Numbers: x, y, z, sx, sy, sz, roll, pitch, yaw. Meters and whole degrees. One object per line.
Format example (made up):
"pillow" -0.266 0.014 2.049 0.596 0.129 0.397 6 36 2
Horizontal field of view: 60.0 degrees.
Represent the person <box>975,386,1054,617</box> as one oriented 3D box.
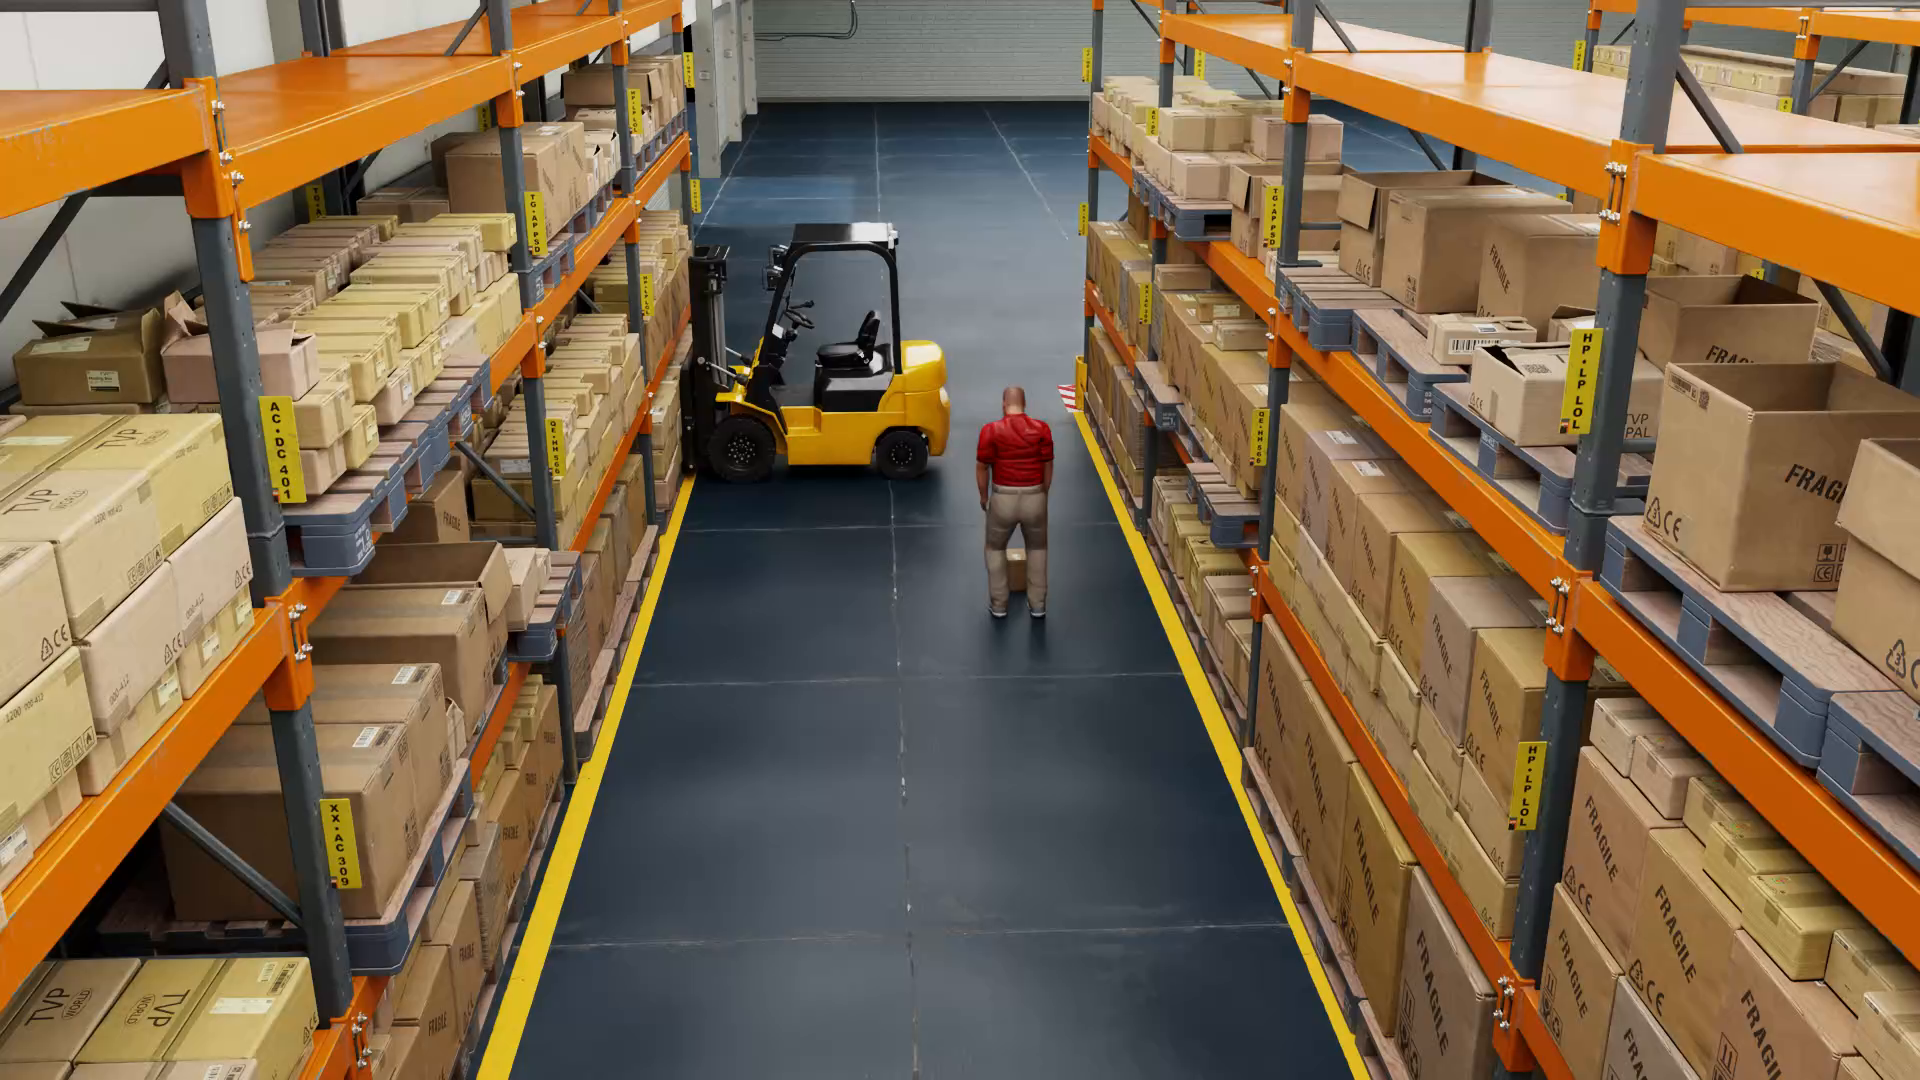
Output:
"person" 0.386 -0.259 11.885 0.554 1.684 0.415 -1 20 -2
